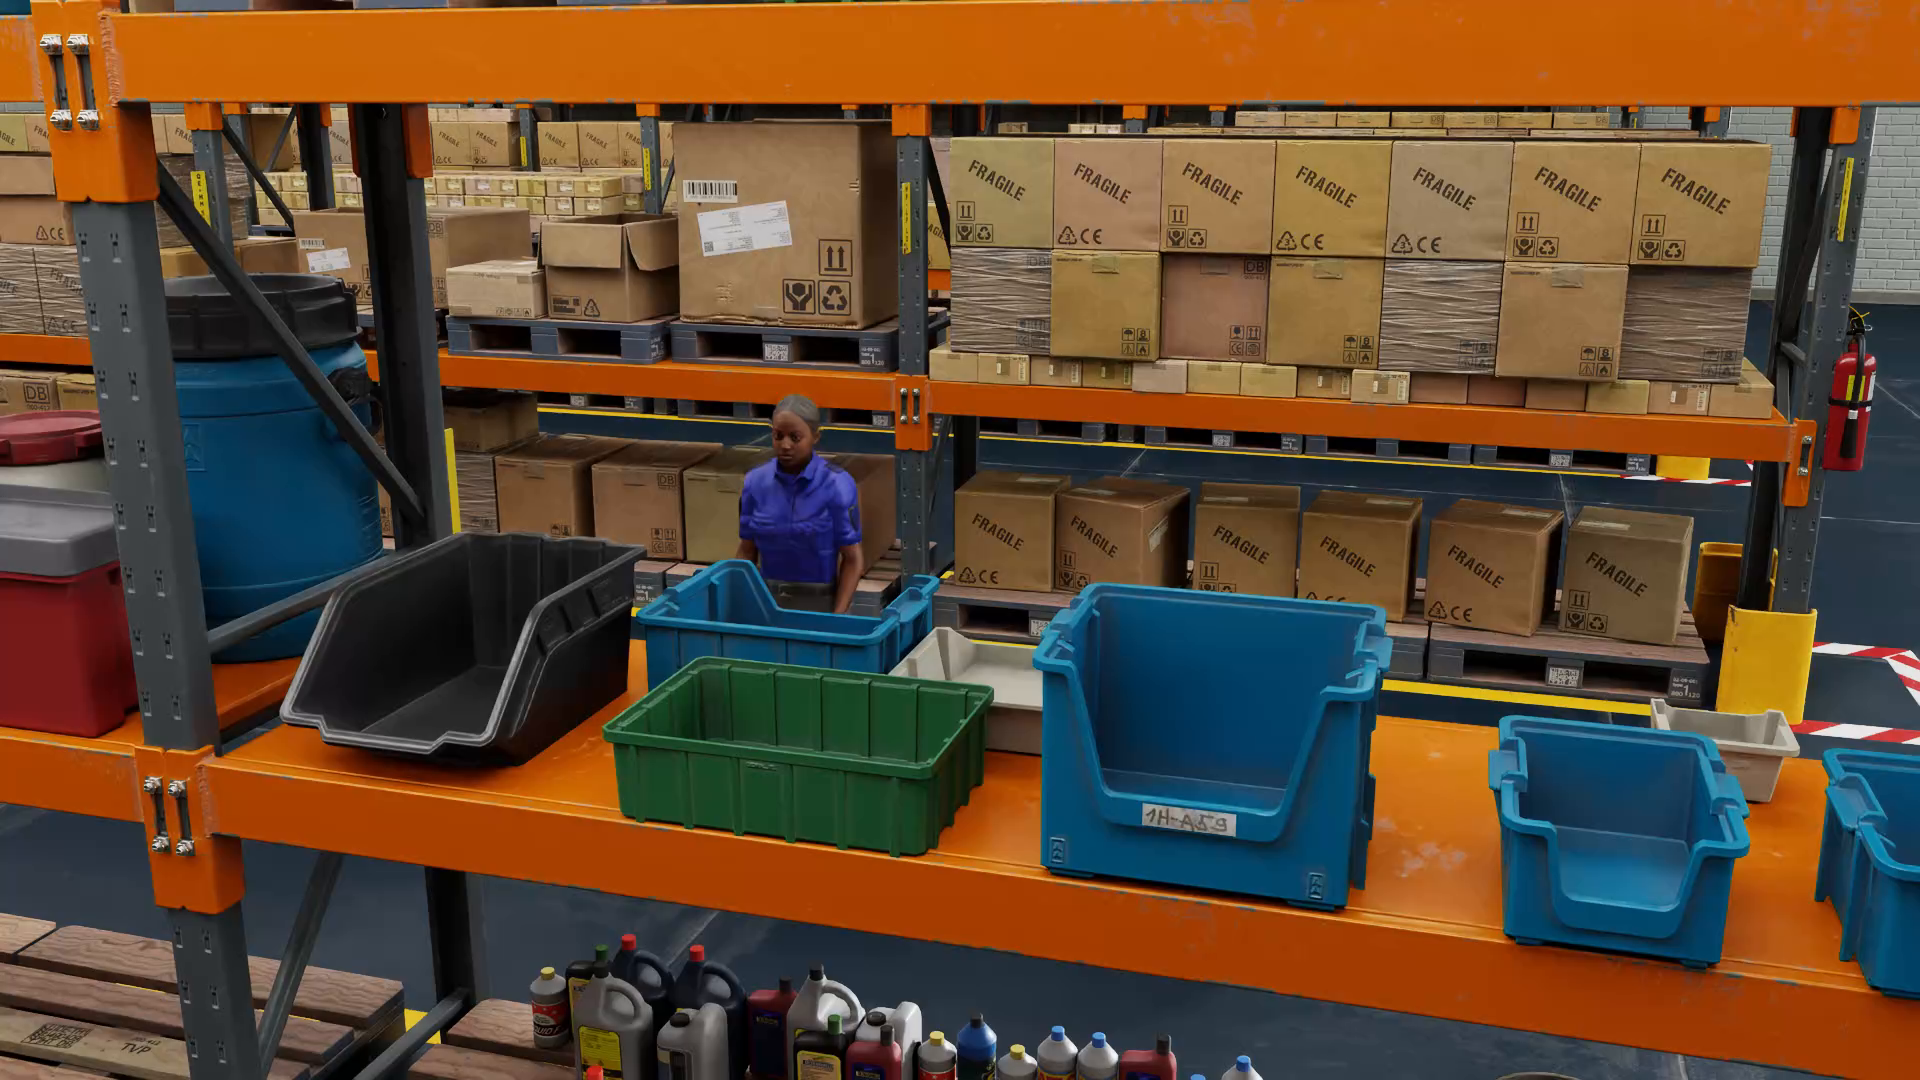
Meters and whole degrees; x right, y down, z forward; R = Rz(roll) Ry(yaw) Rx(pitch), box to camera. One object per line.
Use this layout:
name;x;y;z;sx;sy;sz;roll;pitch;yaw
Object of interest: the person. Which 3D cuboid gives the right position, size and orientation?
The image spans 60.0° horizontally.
person;-0.587;0.305;5.889;0.486;1.662;0.398;4;16;15
